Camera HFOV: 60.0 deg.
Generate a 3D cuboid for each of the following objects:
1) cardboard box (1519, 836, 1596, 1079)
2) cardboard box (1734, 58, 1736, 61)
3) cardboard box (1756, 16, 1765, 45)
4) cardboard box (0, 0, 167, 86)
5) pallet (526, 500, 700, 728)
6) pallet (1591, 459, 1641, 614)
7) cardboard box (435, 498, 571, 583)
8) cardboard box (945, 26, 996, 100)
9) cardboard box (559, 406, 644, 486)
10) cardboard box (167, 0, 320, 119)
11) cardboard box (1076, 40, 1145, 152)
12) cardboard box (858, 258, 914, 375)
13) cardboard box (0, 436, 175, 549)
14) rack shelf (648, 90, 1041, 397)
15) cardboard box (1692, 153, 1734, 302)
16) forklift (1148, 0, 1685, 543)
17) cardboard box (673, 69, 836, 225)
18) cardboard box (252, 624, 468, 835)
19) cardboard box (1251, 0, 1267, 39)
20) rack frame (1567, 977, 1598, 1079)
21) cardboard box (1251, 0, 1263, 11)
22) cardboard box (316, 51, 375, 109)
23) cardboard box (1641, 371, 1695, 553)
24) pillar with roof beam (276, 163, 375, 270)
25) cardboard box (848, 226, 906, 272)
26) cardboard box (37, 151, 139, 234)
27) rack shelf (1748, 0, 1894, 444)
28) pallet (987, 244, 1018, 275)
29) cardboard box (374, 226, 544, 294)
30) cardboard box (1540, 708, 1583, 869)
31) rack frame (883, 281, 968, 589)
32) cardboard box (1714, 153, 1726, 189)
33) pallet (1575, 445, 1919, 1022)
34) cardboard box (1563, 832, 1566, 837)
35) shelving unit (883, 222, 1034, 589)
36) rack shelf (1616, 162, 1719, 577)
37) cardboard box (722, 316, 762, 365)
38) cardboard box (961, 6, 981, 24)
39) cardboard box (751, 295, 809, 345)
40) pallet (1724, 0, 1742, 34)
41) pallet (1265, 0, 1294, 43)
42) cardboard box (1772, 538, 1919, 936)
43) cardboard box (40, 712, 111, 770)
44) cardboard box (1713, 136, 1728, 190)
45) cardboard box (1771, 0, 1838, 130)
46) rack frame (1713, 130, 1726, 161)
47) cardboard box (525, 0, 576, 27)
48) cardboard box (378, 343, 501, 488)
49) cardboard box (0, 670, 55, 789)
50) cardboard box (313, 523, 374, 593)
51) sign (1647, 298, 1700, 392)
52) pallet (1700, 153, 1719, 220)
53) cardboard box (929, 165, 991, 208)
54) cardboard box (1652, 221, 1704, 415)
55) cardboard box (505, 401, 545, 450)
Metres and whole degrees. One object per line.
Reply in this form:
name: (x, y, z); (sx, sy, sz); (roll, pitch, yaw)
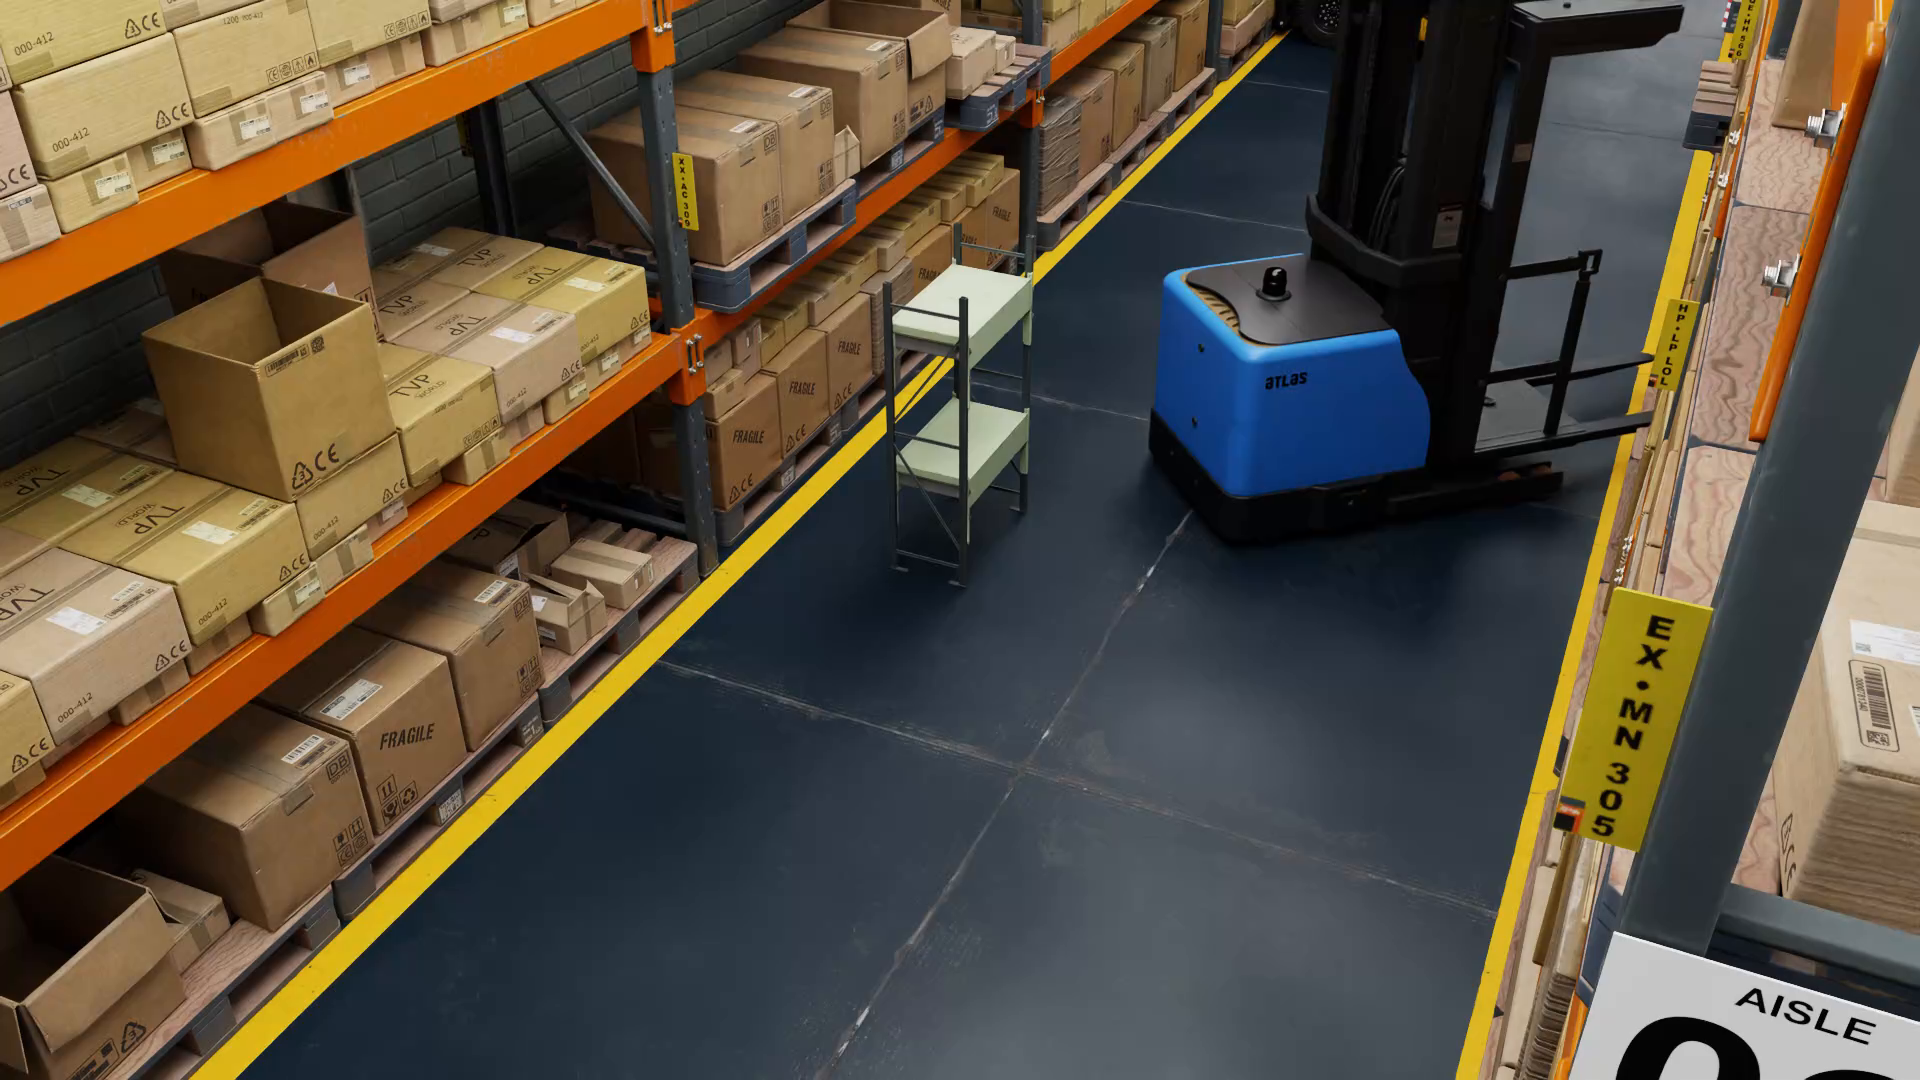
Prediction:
cardboard box: (1.369, 0.896, 3.145); (0.500, 0.500, 0.500); (14, 36, 21)
cardboard box: (4.788, -2.904, 9.789); (0.380, 0.149, 0.250); (15, 36, 21)
cardboard box: (3.912, -2.088, 7.695); (0.500, 0.500, 0.500); (14, 36, 21)
cardboard box: (-2.477, -1.410, 4.339); (0.500, 0.250, 0.500); (14, 36, 20)
pallet: (-1.933, 0.297, 7.605); (1.003, 0.211, 1.213); (14, 36, 20)
pallet: (3.629, 0.080, 7.935); (1.003, 0.211, 1.213); (14, 36, 20)
cardboard box: (-2.136, 0.012, 7.565); (0.500, 0.311, 0.500); (15, 36, 22)
cardboard box: (-0.118, -2.717, 9.411); (0.500, 0.250, 0.500); (12, 35, 18)
cardboard box: (-1.708, -0.654, 8.408); (0.500, 0.500, 0.500); (14, 36, 20)
cardboard box: (-2.269, -1.466, 4.881); (0.500, 0.250, 0.500); (14, 36, 20)
cardboard box: (0.850, -3.356, 12.415); (0.875, 0.625, 0.625); (13, 35, 19)
cardboard box: (-0.589, -1.303, 9.398); (0.500, 0.500, 0.500); (13, 35, 19)
cardboard box: (-2.938, -0.073, 5.491); (0.500, 0.250, 0.500); (15, 36, 22)
rack shelf: (-0.808, -1.906, 9.078); (1.077, 0.370, 4.000); (14, 36, 20)
cardboard box: (3.034, -1.074, 6.149); (0.500, 0.500, 0.500); (15, 36, 21)
forklift: (2.581, -1.675, 8.131); (3.031, 2.935, 1.130); (-10, 35, -15)
cardboard box: (-1.022, -1.876, 7.902); (0.700, 0.500, 0.500); (15, 36, 21)
cardboard box: (-2.271, 0.711, 6.327); (0.500, 0.500, 0.500); (15, 36, 21)
cardboard box: (2.404, -4.643, 14.720); (0.500, 0.250, 0.500); (13, 36, 19)
rack frame: (1.192, 1.918, 2.590); (1.000, 3.000, 0.127); (14, 36, 20)
cardboard box: (2.394, -4.852, 14.582); (0.500, 0.250, 0.500); (14, 36, 20)
cardboard box: (-2.097, -1.486, 5.274); (0.380, 0.149, 0.250); (15, 36, 21)
cardboard box: (2.229, -0.103, 4.668); (0.500, 0.500, 0.500); (14, 36, 20)
pillar with roof beam: (1.156, -2.592, 3.997); (9.100, 9.000, 0.400); (14, 36, 20)
cardboard box: (-0.528, -1.647, 9.331); (0.380, 0.149, 0.250); (12, 35, 18)
cardboard box: (-2.464, -0.967, 4.482); (0.380, 0.149, 0.250); (14, 36, 20)
rack shelf: (2.029, -1.119, 2.771); (1.077, 0.370, 4.000); (14, 36, 20)
pallet: (-0.318, -1.674, 10.611); (1.003, 0.211, 1.213); (14, 36, 20)
cardboard box: (-2.097, -1.088, 7.039); (0.500, 0.250, 0.500); (14, 36, 20)
cardboard box: (2.505, 1.110, 5.776); (0.875, 0.438, 0.875); (14, 36, 20)
rack frame: (-0.150, -0.448, 7.566); (0.400, 1.500, 0.023); (14, 36, 20)
cardboard box: (3.666, -1.515, 7.505); (0.500, 0.250, 0.500); (14, 36, 20)
pallet: (1.493, 0.329, 2.359); (1.003, 0.211, 1.213); (14, 36, 20)
cardboard box: (2.003, 0.553, 4.579); (0.500, 0.500, 0.500); (14, 36, 21)
shelving unit: (0.003, -0.631, 7.844); (0.431, 1.500, 0.755); (14, 36, 20)
rack shelf: (3.702, -0.770, 7.344); (1.077, 0.370, 4.000); (14, 36, 20)
cardboard box: (-1.188, -0.995, 8.066); (0.380, 0.149, 0.250); (12, 35, 18)
cardboard box: (-0.015, -3.423, 10.872); (0.500, 0.250, 0.500); (13, 36, 19)
cardboard box: (-1.008, -1.156, 8.583); (0.380, 0.149, 0.250); (14, 36, 20)
pallet: (5.761, -3.631, 11.227); (1.003, 0.211, 1.213); (14, 36, 20)
pallet: (2.582, -5.026, 15.722); (1.003, 0.211, 1.213); (14, 36, 20)
cardboard box: (1.298, 0.264, 2.039); (0.500, 0.250, 0.500); (11, 35, 16)
cardboard box: (-2.789, 0.509, 4.967); (0.380, 0.149, 0.250); (14, 36, 20)
cardboard box: (4.106, -1.818, 8.423); (0.500, 0.250, 0.500); (14, 36, 20)
cardboard box: (2.429, -1.343, 4.262); (0.500, 0.500, 0.500); (15, 36, 21)
rack frame: (6.212, -4.059, 11.704); (1.000, 3.000, 0.127); (14, 36, 20)
cardboard box: (-1.632, -1.992, 6.047); (0.380, 0.149, 0.250); (14, 36, 20)
cardboard box: (-2.053, -0.465, 6.089); (0.500, 0.250, 0.500); (14, 36, 20)
cardboard box: (-2.884, 0.555, 4.533); (0.500, 0.250, 0.500); (14, 36, 21)
cardboard box: (-2.256, 0.019, 5.714); (0.380, 0.149, 0.250); (15, 36, 22)
sign: (2.368, -0.645, 5.515); (0.100, 0.325, 0.005); (14, 36, 20)
pallet: (5.888, -2.504, 11.877); (1.003, 0.211, 1.213); (14, 36, 20)
cardboard box: (-0.034, -2.158, 10.110); (0.380, 0.149, 0.250); (12, 35, 18)
cardboard box: (4.174, -1.029, 8.638); (0.875, 0.875, 0.875); (14, 36, 20)
cardboard box: (-1.859, -0.495, 6.499); (0.380, 0.149, 0.250); (15, 36, 22)
